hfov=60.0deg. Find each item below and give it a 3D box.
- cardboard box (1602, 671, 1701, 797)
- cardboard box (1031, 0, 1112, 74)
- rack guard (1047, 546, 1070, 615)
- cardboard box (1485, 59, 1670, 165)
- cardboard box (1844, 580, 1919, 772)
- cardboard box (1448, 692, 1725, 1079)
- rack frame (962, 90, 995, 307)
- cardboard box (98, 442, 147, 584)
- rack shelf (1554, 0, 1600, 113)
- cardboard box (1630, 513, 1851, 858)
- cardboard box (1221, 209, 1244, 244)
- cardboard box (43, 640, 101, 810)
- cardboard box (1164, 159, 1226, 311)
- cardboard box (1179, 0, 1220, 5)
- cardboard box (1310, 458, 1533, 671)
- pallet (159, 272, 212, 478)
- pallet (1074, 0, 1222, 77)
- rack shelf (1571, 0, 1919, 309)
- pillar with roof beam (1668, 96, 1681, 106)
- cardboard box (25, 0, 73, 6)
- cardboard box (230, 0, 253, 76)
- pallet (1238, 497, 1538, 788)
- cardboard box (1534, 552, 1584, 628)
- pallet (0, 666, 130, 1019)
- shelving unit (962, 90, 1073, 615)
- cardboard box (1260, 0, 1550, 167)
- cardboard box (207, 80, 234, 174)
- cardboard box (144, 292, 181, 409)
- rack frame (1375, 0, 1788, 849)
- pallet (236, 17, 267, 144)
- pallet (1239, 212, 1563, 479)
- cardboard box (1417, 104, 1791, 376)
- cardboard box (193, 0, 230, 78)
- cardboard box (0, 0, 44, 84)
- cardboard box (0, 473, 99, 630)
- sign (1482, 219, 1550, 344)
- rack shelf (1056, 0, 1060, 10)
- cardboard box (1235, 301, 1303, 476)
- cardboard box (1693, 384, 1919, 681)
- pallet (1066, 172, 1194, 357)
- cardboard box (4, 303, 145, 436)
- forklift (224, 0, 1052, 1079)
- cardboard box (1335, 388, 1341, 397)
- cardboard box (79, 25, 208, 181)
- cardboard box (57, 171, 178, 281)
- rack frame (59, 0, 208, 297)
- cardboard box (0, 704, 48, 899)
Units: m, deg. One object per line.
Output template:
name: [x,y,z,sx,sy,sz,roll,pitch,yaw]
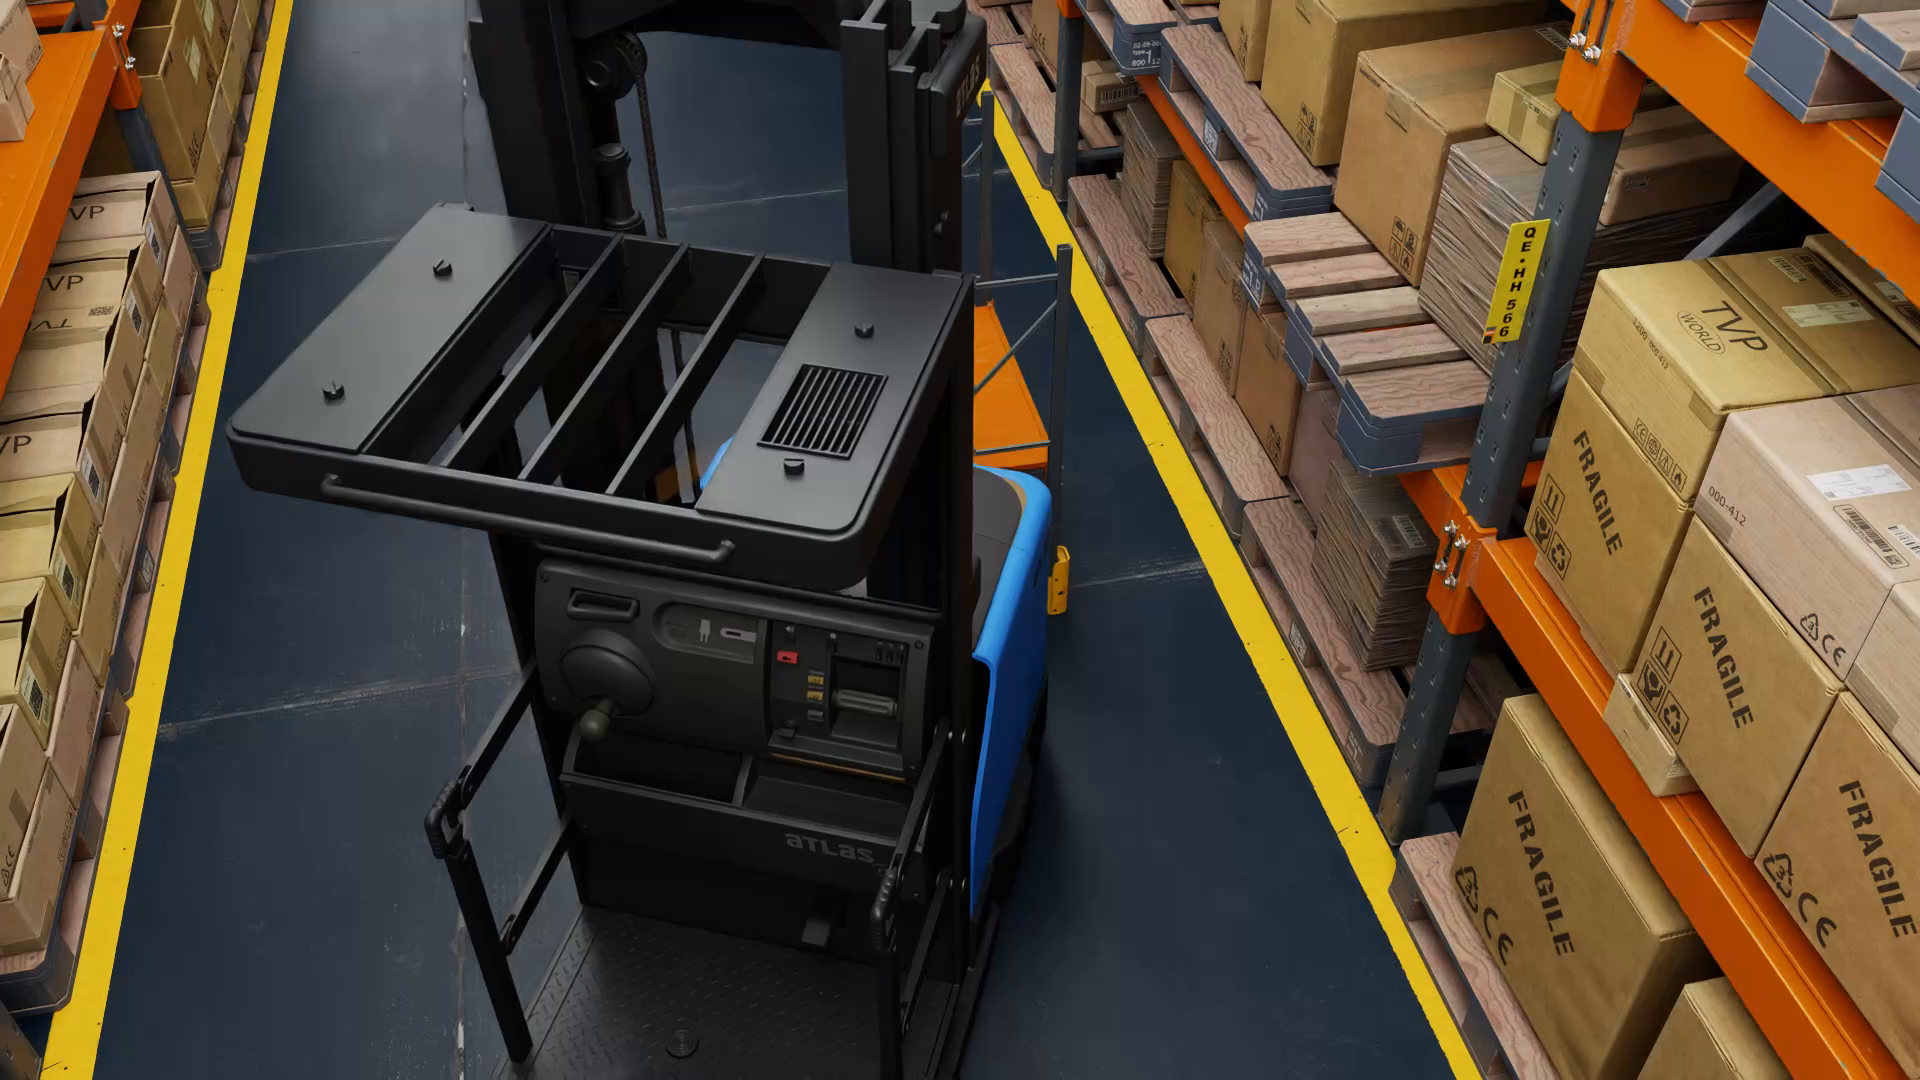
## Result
cardboard box: [1.681,0.408,3.705,0.380,0.149,0.250,-7,42,-8]
cardboard box: [0.689,-2.764,8.656,0.500,0.500,0.500,-11,43,-12]
rack guard: [0.091,0.180,5.859,0.587,0.250,0.087,-8,42,-9]
cardboard box: [1.628,-1.145,4.385,0.380,0.149,0.250,-15,44,-16]
cardboard box: [1.890,0.292,2.782,0.500,0.250,0.500,-8,42,-9]
cardboard box: [1.846,0.868,4.316,0.750,0.750,0.750,-9,42,-10]
rack frame: [-0.128,-0.946,6.186,0.500,1.500,0.032,-8,42,-9]
cardboard box: [-3.185,-0.067,5.821,0.500,0.250,0.500,-8,42,-8]
rack shelf: [1.384,-2.424,5.003,1.077,0.370,4.000,-8,42,-9]
cardboard box: [1.774,0.262,3.381,0.500,0.500,0.500,-7,42,-8]
cardboard box: [1.341,-1.281,6.420,0.500,0.250,0.500,-9,42,-11]
cardboard box: [-2.956,0.602,5.067,0.500,0.250,0.500,-9,42,-10]
cardboard box: [1.288,-1.295,7.000,0.700,0.500,0.500,-9,42,-10]
cardboard box: [1.142,-2.371,6.255,0.700,0.500,0.500,-4,42,-5]
cardboard box: [1.609,0.037,5.501,0.700,0.500,0.500,-8,42,-9]
pallet: [-3.687,-0.640,6.812,1.003,0.211,1.213,-8,42,-9]
pallet: [0.975,-2.279,6.703,1.003,0.211,1.213,-8,42,-9]
rack shelf: [2.247,0.169,2.082,1.077,0.370,4.000,-8,42,-9]
pillar with roof beam: [-1.824,-2.868,2.702,9.100,9.000,0.400,-8,42,-9]
cardboard box: [-3.986,-2.479,6.708,0.700,0.500,0.500,-9,42,-10]
cardboard box: [-4.008,-2.601,8.675,0.500,0.250,0.500,-8,42,-9]
pallet: [1.648,0.262,5.796,1.003,0.211,1.213,-8,42,-9]
cardboard box: [1.660,0.059,4.099,0.380,0.149,0.250,-9,42,-10]
pallet: [-3.160,0.941,5.030,1.003,0.211,1.213,-8,42,-9]
shelving unit: [-0.016,-0.610,5.808,0.587,1.500,1.083,-8,42,-9]
cardboard box: [1.414,-1.584,5.368,0.700,0.500,0.500,-8,42,-9]
cardboard box: [-3.791,-1.953,7.945,0.500,0.250,0.500,-8,42,-9]
cardboard box: [-3.404,-0.728,6.566,0.500,0.250,0.500,-9,42,-10]
rack frame: [1.815,-0.274,4.300,1.000,3.000,0.127,-8,42,-9]
pallet: [-4.282,-2.426,8.824,1.003,0.211,1.213,-8,42,-9]
pallet: [1.558,-0.649,4.867,1.213,0.211,1.003,-8,42,-9]
cardboard box: [1.704,-0.780,4.462,0.700,0.500,0.500,-13,43,-14]
cardboard box: [-3.894,-2.558,8.062,0.500,0.500,0.500,-8,42,-9]
cardboard box: [-3.735,-1.786,6.116,0.500,0.250,0.500,-6,42,-7]
cardboard box: [-3.076,0.048,5.269,0.500,0.311,0.500,-9,42,-10]
sign: [1.288,-0.594,3.847,0.100,0.325,0.005,-8,42,-9]
rack shelf: [0.520,-3.895,8.920,1.077,0.370,4.000,-8,42,-9]
cardboard box: [1.477,-0.632,6.254,0.700,0.500,0.500,-9,42,-10]
cardboard box: [1.778,-0.032,3.147,0.500,0.250,0.500,-9,42,-10]
pallet: [1.121,-1.320,7.578,1.003,0.211,1.213,-8,42,-9]
cardboard box: [-3.293,-0.612,6.012,0.500,0.311,0.500,-8,42,-9]
forklift: [-0.572,0.389,3.604,1.130,2.935,3.031,9,42,10]
cardboard box: [1.547,-0.622,5.678,0.500,0.250,0.500,-8,42,-8]
cardboard box: [-3.678,-1.910,7.332,0.500,0.500,0.500,-8,42,-9]
cardboard box: [-3.517,-1.272,6.756,0.500,0.311,0.500,-8,42,-9]
rack frame: [-3.884,-2.155,6.418,1.000,3.000,0.127,-8,42,-9]
cardboard box: [-2.847,0.718,4.514,0.500,0.311,0.500,-7,42,-8]
